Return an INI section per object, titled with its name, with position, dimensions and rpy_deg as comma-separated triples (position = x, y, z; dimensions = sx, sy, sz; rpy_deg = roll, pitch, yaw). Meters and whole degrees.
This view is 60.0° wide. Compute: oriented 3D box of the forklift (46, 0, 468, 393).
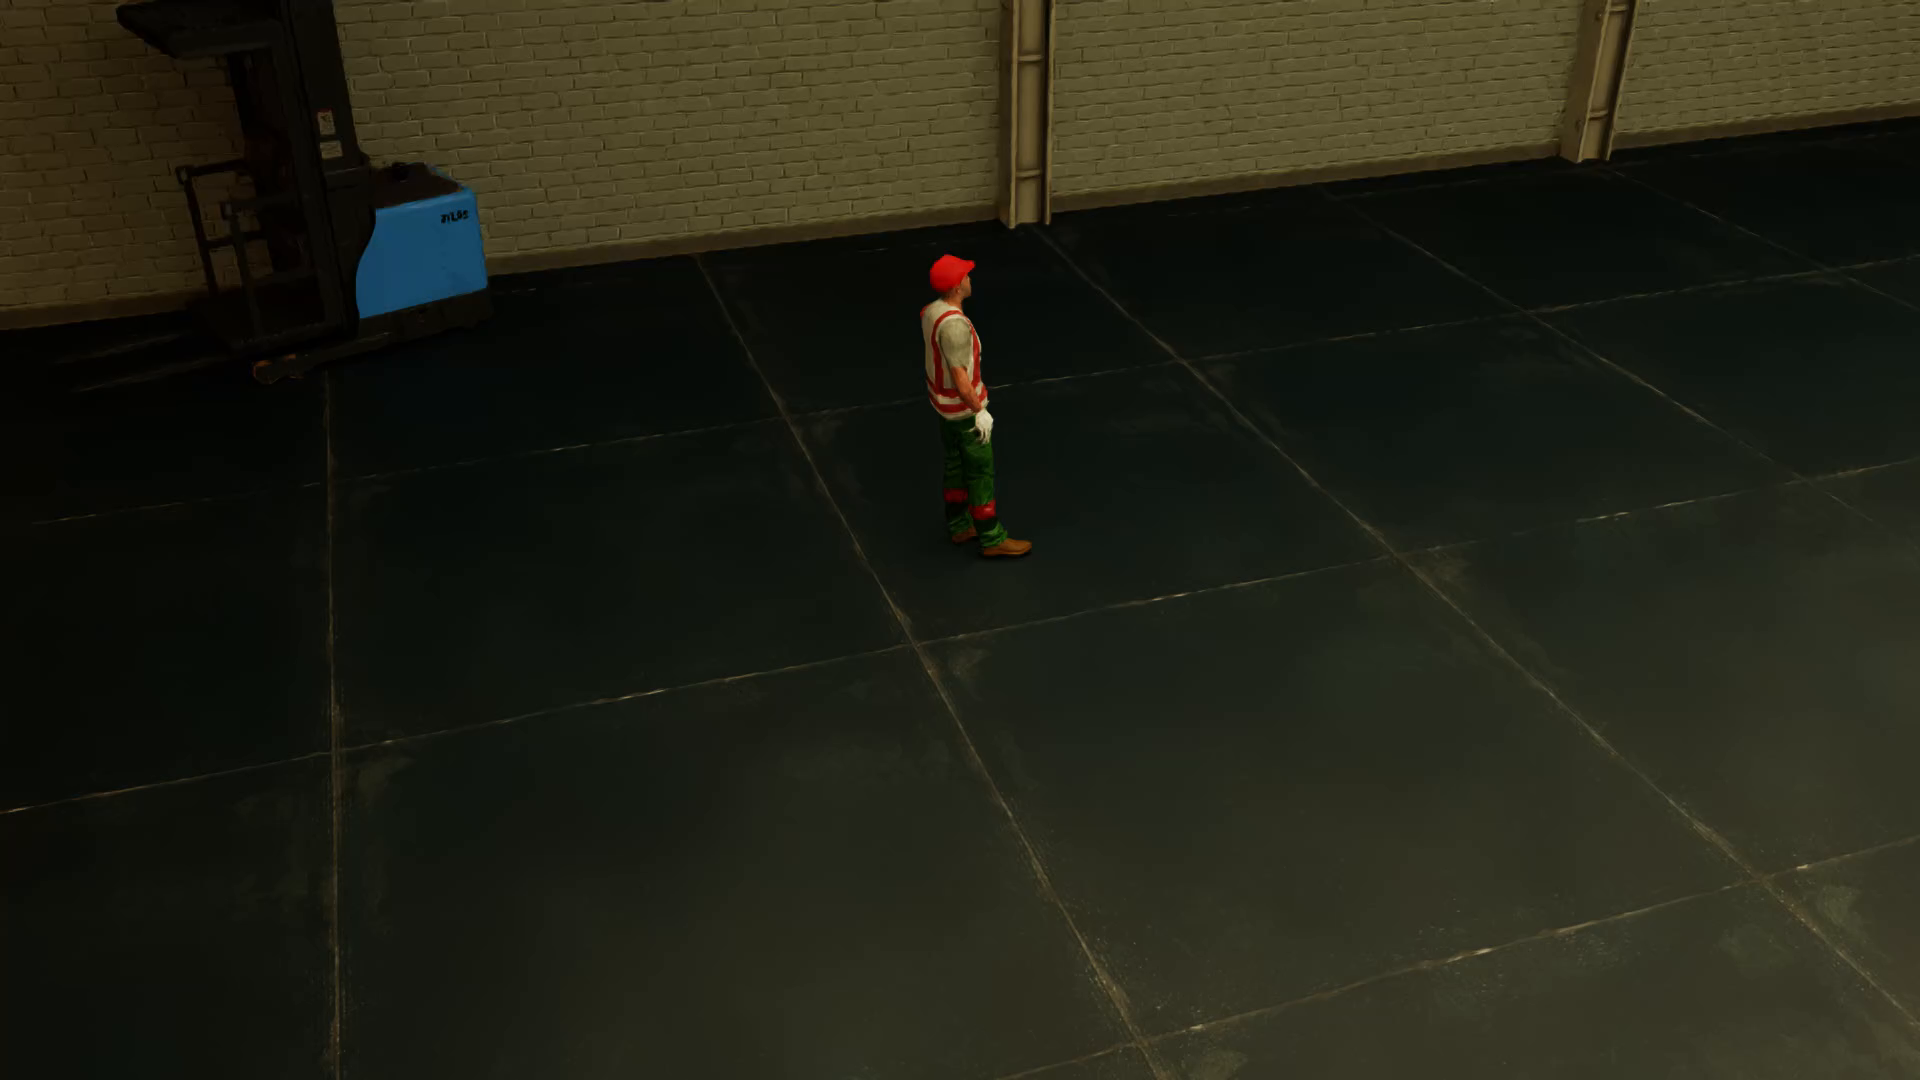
[forklift]
position = -5.086, -2.685, 11.754
dimensions = 3.031, 2.935, 1.121
rpy_deg = -22, 36, -33

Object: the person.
[person]
position = 0.013, -0.780, 9.569
dimensions = 0.422, 1.688, 0.637
rpy_deg = -10, 31, -16
